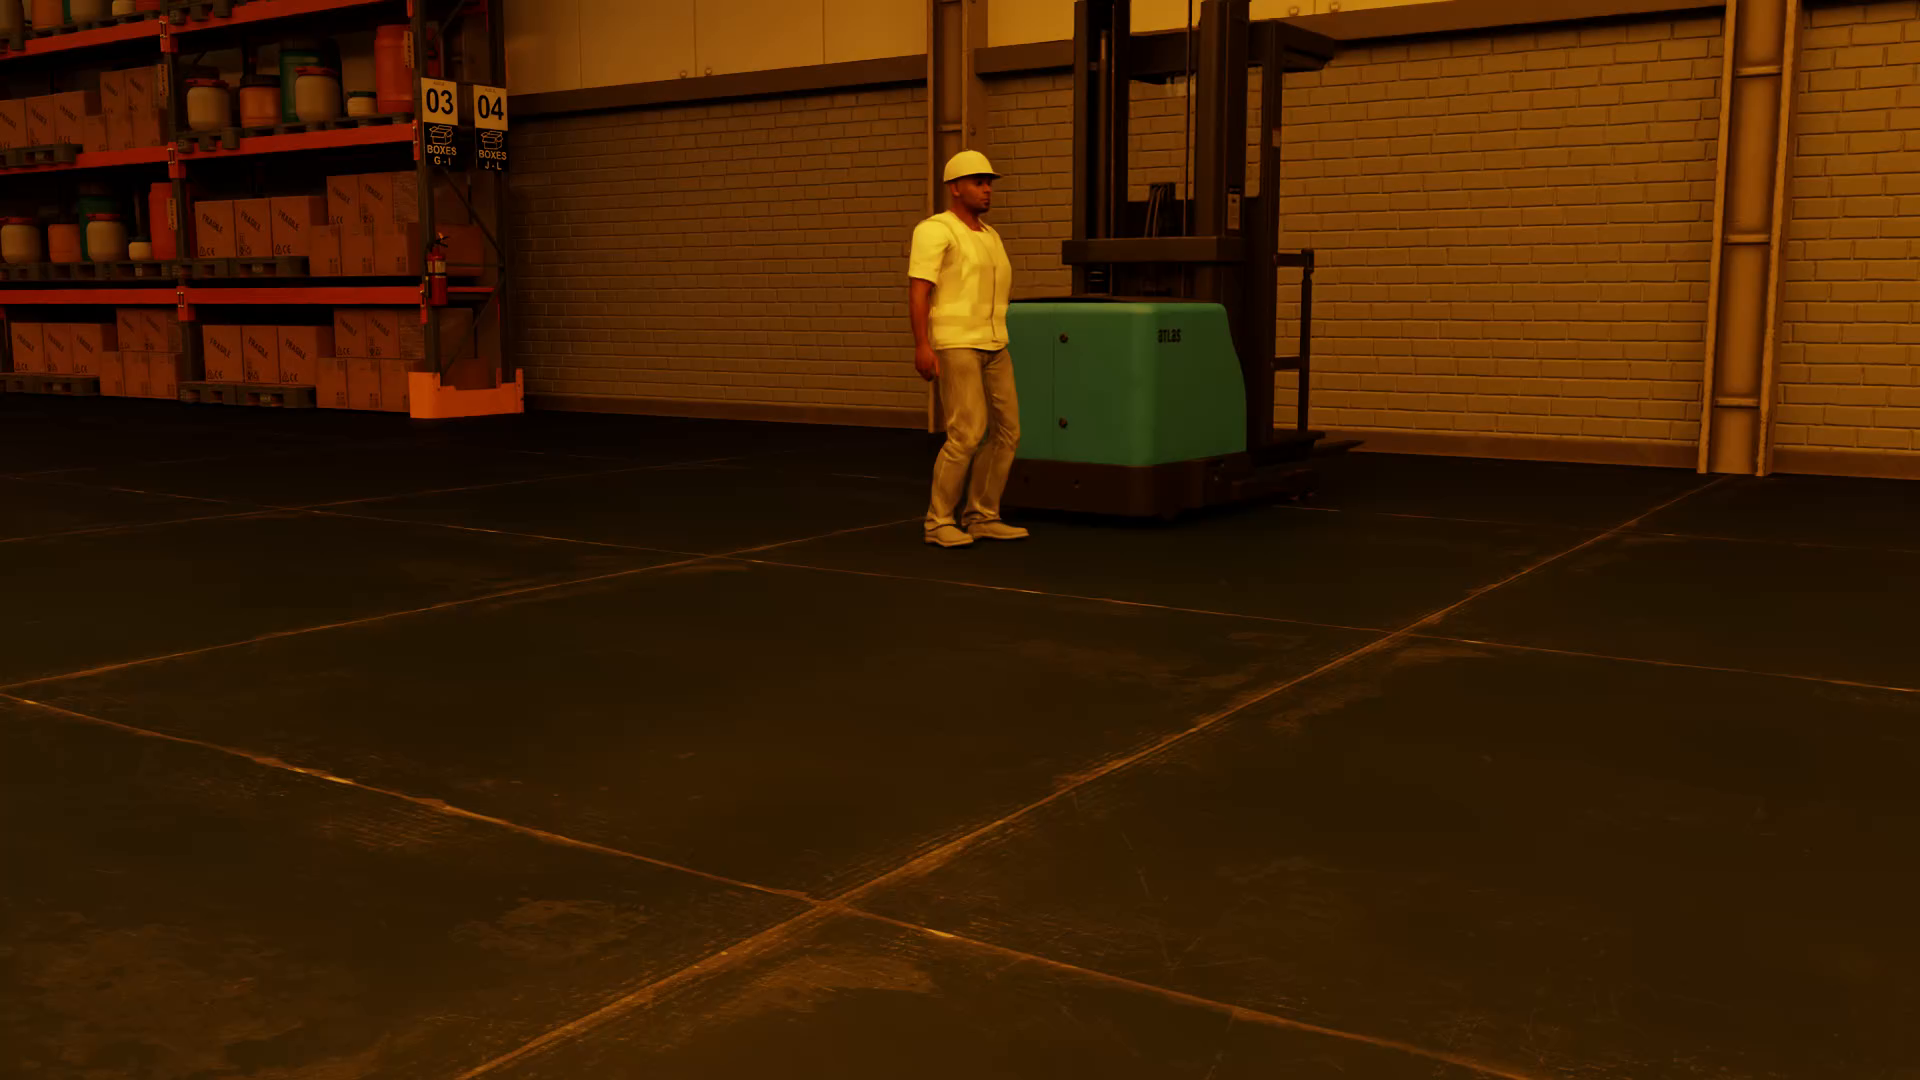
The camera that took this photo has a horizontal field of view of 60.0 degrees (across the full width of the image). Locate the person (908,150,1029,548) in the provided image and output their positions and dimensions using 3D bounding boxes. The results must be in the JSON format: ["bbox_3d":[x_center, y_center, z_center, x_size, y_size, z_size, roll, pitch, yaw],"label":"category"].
[{"bbox_3d":[0.055,-0.849,7.435,0.425,1.751,0.654,6,10,35],"label":"person"}]

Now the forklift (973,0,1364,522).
[{"bbox_3d":[1.344,-1.699,9.139,1.130,2.935,3.031,6,10,36],"label":"forklift"}]
